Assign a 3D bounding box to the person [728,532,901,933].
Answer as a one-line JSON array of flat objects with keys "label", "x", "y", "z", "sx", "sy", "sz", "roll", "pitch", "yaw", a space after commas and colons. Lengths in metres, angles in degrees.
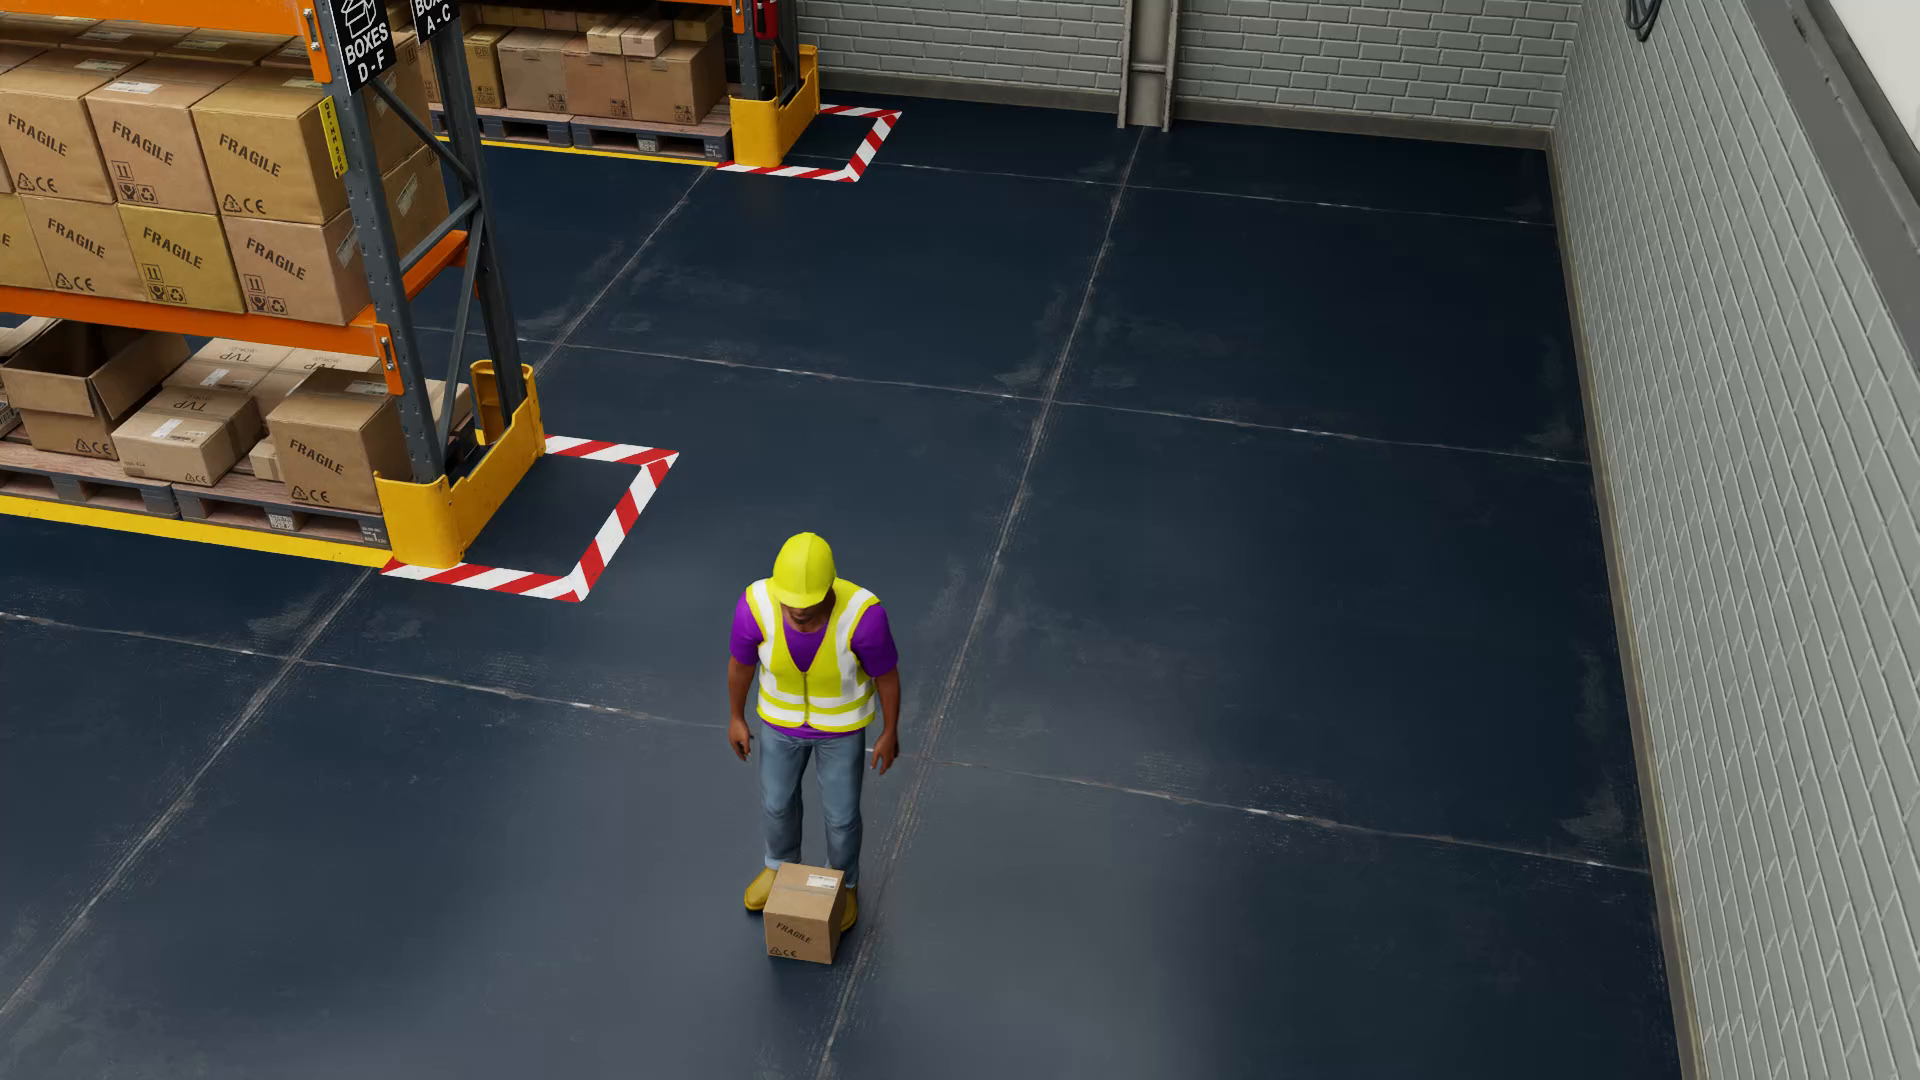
[{"label": "person", "x": -0.532, "y": 0.673, "z": 6.037, "sx": 0.634, "sy": 1.759, "sz": 0.460, "roll": 5, "pitch": 37, "yaw": 7}]
